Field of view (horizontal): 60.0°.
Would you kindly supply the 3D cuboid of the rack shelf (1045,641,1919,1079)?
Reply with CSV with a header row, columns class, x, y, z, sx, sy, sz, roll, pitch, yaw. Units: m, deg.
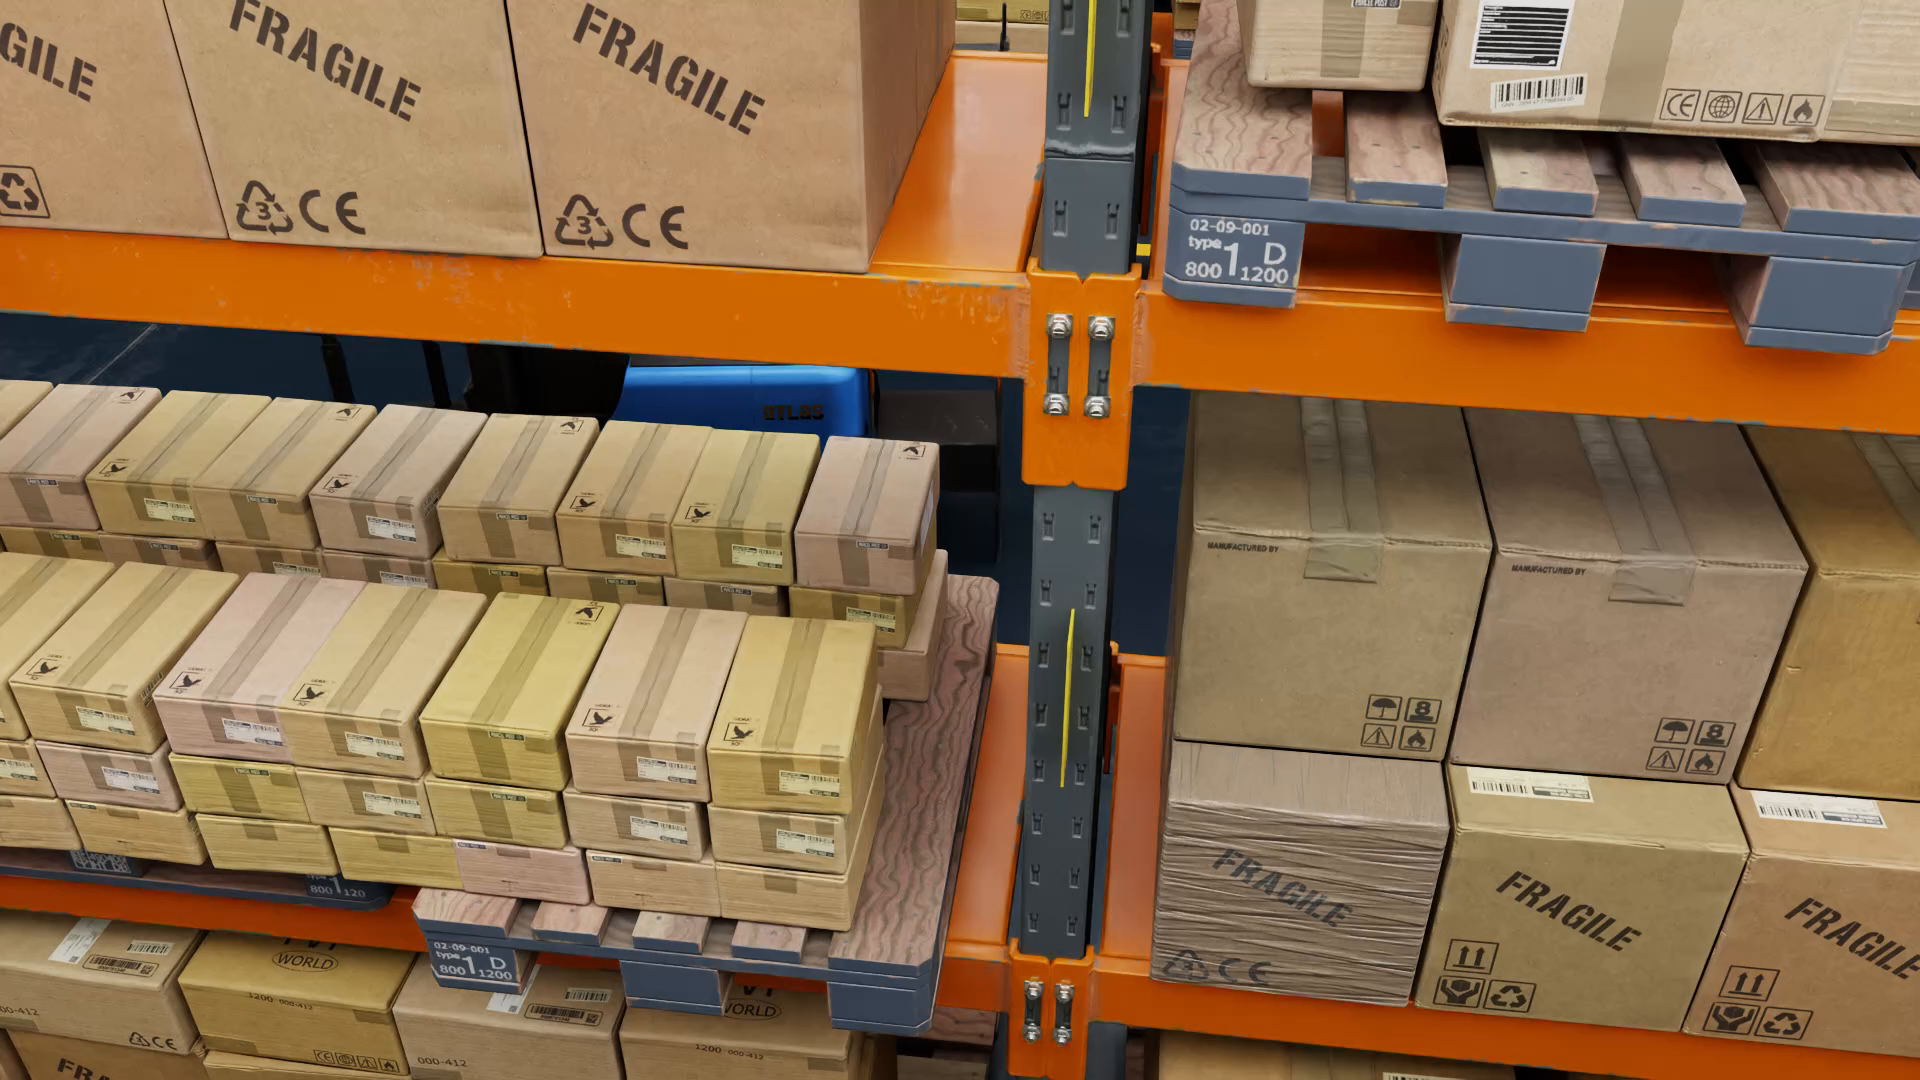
class,x,y,z,sx,sy,sz,roll,pitch,yaw
rack shelf,2.228,0.840,3.610,4.000,0.370,1.077,4,36,6

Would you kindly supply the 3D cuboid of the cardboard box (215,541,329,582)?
class,x,y,z,sx,sy,sz,roll,pitch,yaw
cardboard box,-1.487,-0.036,3.818,0.250,0.149,0.380,4,36,6

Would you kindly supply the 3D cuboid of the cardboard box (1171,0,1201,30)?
class,x,y,z,sx,sy,sz,roll,pitch,yaw
cardboard box,1.073,-2.398,7.383,0.250,0.149,0.380,2,36,3

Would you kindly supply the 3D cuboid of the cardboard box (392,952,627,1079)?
class,x,y,z,sx,sy,sz,roll,pitch,yaw
cardboard box,-0.970,1.010,3.898,0.500,0.250,0.500,5,36,7

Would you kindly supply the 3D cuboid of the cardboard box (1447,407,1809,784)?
class,x,y,z,sx,sy,sz,roll,pitch,yaw
cardboard box,1.190,0.027,3.183,0.500,0.500,0.700,4,36,5

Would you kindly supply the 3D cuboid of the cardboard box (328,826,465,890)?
class,x,y,z,sx,sy,sz,roll,pitch,yaw
cardboard box,-1.051,0.500,3.322,0.250,0.149,0.380,4,36,5

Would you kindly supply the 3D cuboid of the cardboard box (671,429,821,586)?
class,x,y,z,sx,sy,sz,roll,pitch,yaw
cardboard box,-0.456,-0.076,3.617,0.250,0.149,0.380,3,36,5

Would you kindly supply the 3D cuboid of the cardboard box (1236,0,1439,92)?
class,x,y,z,sx,sy,sz,roll,pitch,yaw
cardboard box,0.555,-0.814,2.495,0.250,0.149,0.380,3,36,4

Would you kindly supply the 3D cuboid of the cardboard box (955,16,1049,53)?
class,x,y,z,sx,sy,sz,roll,pitch,yaw
cardboard box,0.240,-2.287,7.502,0.500,0.250,0.500,3,36,4

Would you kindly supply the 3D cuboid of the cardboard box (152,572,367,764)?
class,x,y,z,sx,sy,sz,roll,pitch,yaw
cardboard box,-1.312,0.238,3.177,0.250,0.149,0.380,4,36,6

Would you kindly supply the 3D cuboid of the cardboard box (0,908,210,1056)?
class,x,y,z,sx,sy,sz,roll,pitch,yaw
cardboard box,-1.990,0.930,4.010,0.500,0.250,0.500,6,36,8

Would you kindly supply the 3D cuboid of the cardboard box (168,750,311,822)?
class,x,y,z,sx,sy,sz,roll,pitch,yaw
cardboard box,-1.324,0.360,3.262,0.250,0.149,0.380,4,36,6

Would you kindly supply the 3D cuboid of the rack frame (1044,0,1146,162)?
class,x,y,z,sx,sy,sz,roll,pitch,yaw
rack frame,0.245,-2.043,1.866,0.127,3.000,1.000,4,36,6

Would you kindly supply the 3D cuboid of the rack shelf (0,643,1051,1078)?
class,x,y,z,sx,sy,sz,roll,pitch,yaw
rack shelf,-1.739,0.544,4.025,4.000,0.370,1.077,4,36,6

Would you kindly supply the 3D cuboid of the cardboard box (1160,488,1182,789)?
class,x,y,z,sx,sy,sz,roll,pitch,yaw
cardboard box,0.725,0.237,3.750,0.500,0.500,0.500,4,36,6

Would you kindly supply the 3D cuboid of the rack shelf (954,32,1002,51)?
class,x,y,z,sx,sy,sz,roll,pitch,yaw
rack shelf,-0.090,-1.439,5.777,0.480,0.518,0.431,0,36,0

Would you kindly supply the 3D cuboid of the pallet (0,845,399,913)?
class,x,y,z,sx,sy,sz,roll,pitch,yaw
pallet,-1.724,0.354,3.836,1.213,0.211,1.003,4,36,6

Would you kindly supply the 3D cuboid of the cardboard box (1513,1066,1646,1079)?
class,x,y,z,sx,sy,sz,roll,pitch,yaw
cardboard box,1.705,1.304,3.916,0.750,0.750,1.050,5,36,7

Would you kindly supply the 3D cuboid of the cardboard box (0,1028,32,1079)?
class,x,y,z,sx,sy,sz,roll,pitch,yaw
cardboard box,-2.499,1.195,4.283,0.500,0.500,0.500,6,36,8

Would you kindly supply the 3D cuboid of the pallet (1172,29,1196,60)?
class,x,y,z,sx,sy,sz,roll,pitch,yaw
pallet,1.495,-2.391,7.683,1.003,0.211,1.213,4,36,6

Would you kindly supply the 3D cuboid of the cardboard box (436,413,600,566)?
class,x,y,z,sx,sy,sz,roll,pitch,yaw
cardboard box,-0.961,-0.116,3.674,0.250,0.149,0.380,3,36,4

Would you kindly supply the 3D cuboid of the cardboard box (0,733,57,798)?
class,x,y,z,sx,sy,sz,roll,pitch,yaw
cardboard box,-1.839,0.322,3.315,0.250,0.149,0.380,4,36,5

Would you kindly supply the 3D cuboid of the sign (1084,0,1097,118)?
class,x,y,z,sx,sy,sz,roll,pitch,yaw
sign,0.173,-0.720,2.149,0.005,0.325,0.100,4,36,6

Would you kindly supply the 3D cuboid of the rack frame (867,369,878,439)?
class,x,y,z,sx,sy,sz,roll,pitch,yaw
rack frame,-0.334,-0.880,6.175,0.015,2.100,0.400,0,36,0

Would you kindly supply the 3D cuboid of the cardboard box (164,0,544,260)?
class,x,y,z,sx,sy,sz,roll,pitch,yaw
cardboard box,-0.852,-0.788,2.604,0.500,0.500,0.500,4,36,6

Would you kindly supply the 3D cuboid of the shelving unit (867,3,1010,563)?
class,x,y,z,sx,sy,sz,roll,pitch,yaw
shelving unit,-0.090,-0.880,6.176,0.503,2.100,0.431,0,36,0

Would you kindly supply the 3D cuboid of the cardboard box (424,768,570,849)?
class,x,y,z,sx,sy,sz,roll,pitch,yaw
cardboard box,-0.830,0.398,3.208,0.250,0.149,0.380,5,36,7

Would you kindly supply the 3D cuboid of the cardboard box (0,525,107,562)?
class,x,y,z,sx,sy,sz,roll,pitch,yaw
cardboard box,-1.995,-0.075,3.872,0.250,0.149,0.380,4,36,6

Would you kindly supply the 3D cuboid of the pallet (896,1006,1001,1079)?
class,x,y,z,sx,sy,sz,roll,pitch,yaw
pallet,-0.530,1.476,4.501,1.213,0.211,1.003,4,36,6

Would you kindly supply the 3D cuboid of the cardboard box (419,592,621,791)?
class,x,y,z,sx,sy,sz,roll,pitch,yaw
cardboard box,-0.809,0.277,3.122,0.250,0.149,0.380,5,36,7

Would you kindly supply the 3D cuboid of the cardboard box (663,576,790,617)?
class,x,y,z,sx,sy,sz,roll,pitch,yaw
cardboard box,-0.479,0.039,3.712,0.250,0.149,0.380,6,36,8

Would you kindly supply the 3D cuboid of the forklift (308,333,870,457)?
class,x,y,z,sx,sy,sz,roll,pitch,yaw
forklift,-1.872,-1.173,5.870,3.031,2.935,1.130,-1,36,-1

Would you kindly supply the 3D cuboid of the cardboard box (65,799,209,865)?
class,x,y,z,sx,sy,sz,roll,pitch,yaw
cardboard box,-1.575,0.461,3.377,0.250,0.149,0.380,5,36,7

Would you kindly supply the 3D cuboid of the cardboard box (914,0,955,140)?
class,x,y,z,sx,sy,sz,roll,pitch,yaw
cardboard box,-0.288,-1.058,2.982,0.500,0.500,0.500,4,36,6

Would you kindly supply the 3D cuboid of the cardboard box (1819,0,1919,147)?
class,x,y,z,sx,sy,sz,roll,pitch,yaw
cardboard box,1.431,-0.755,2.325,0.500,0.250,0.500,5,36,7

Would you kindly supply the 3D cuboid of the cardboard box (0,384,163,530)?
class,x,y,z,sx,sy,sz,roll,pitch,yaw
cardboard box,-2.007,-0.194,3.782,0.250,0.149,0.380,3,36,4

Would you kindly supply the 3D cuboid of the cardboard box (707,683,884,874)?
class,x,y,z,sx,sy,sz,roll,pitch,yaw
cardboard box,-0.303,0.435,3.157,0.250,0.149,0.380,5,36,7

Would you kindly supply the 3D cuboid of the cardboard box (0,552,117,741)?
class,x,y,z,sx,sy,sz,roll,pitch,yaw
cardboard box,-1.840,0.200,3.231,0.250,0.149,0.380,5,36,7

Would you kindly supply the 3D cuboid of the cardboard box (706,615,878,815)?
class,x,y,z,sx,sy,sz,roll,pitch,yaw
cardboard box,-0.300,0.316,3.067,0.250,0.149,0.380,3,36,4

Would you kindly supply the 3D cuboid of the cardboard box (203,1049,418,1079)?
class,x,y,z,sx,sy,sz,roll,pitch,yaw
cardboard box,-1.483,1.277,4.168,0.500,0.500,0.500,3,36,4

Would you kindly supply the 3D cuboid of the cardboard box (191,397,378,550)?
class,x,y,z,sx,sy,sz,roll,pitch,yaw
cardboard box,-1.493,-0.154,3.726,0.250,0.149,0.380,5,36,7

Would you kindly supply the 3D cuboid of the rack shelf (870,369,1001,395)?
class,x,y,z,sx,sy,sz,roll,pitch,yaw
rack shelf,-0.090,-0.869,6.184,0.480,0.518,0.431,0,36,0

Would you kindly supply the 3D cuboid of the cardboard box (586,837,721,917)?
class,x,y,z,sx,sy,sz,roll,pitch,yaw
cardboard box,-0.549,0.539,3.267,0.250,0.149,0.380,4,36,6

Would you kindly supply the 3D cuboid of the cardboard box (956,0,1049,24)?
class,x,y,z,sx,sy,sz,roll,pitch,yaw
cardboard box,0.262,-2.492,7.359,0.500,0.250,0.500,4,36,6

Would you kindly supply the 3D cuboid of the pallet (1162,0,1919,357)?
class,x,y,z,sx,sy,sz,roll,pitch,yaw
pallet,0.890,-0.728,2.768,1.003,0.211,1.213,6,36,8

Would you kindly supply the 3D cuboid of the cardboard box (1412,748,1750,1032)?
class,x,y,z,sx,sy,sz,roll,pitch,yaw
cardboard box,1.160,0.583,3.265,0.500,0.500,0.500,4,36,6

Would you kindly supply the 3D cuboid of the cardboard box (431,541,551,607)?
class,x,y,z,sx,sy,sz,roll,pitch,yaw
cardboard box,-0.994,0.003,3.763,0.250,0.149,0.380,4,36,6
